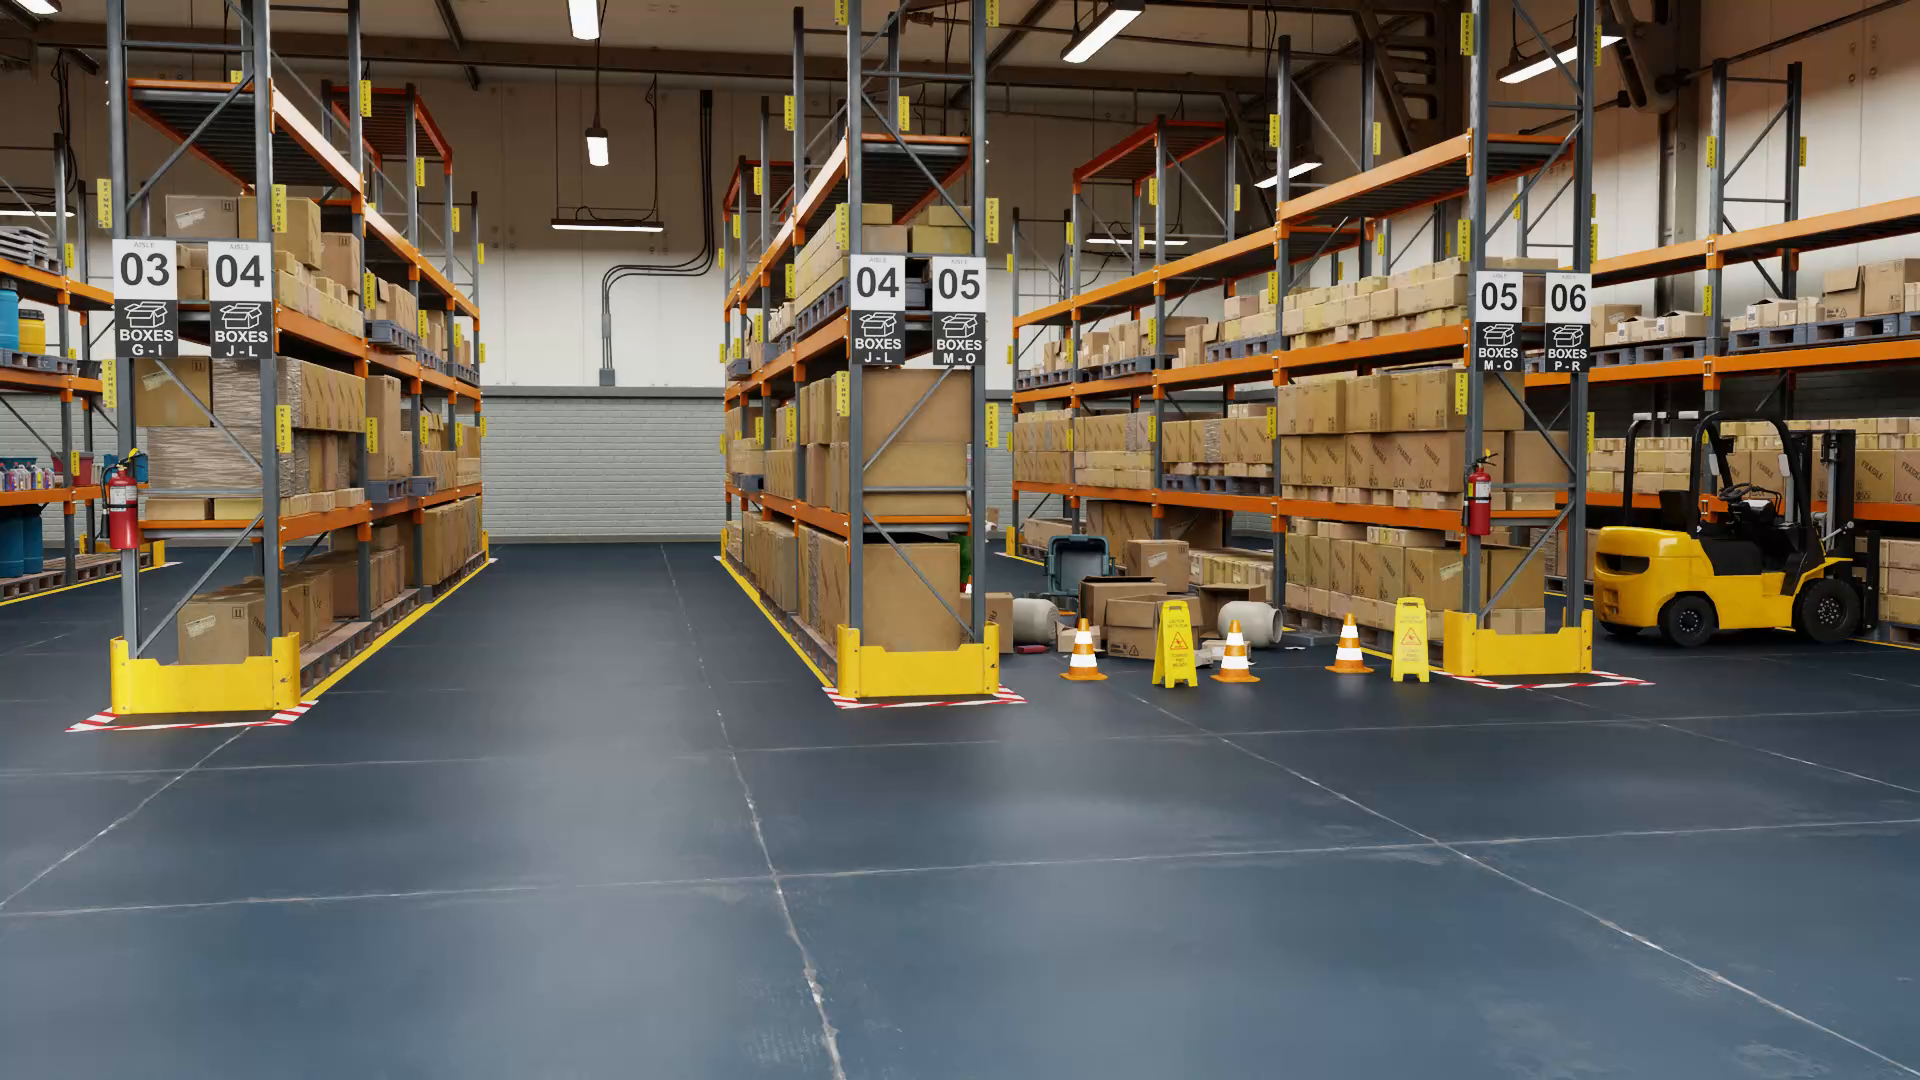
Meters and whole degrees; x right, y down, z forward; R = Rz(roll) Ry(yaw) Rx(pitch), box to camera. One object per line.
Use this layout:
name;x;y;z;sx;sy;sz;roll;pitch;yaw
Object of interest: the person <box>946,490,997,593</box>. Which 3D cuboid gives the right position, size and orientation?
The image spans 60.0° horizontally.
person;0.096;-0.073;18.284;0.573;1.782;0.494;-1;3;-11
